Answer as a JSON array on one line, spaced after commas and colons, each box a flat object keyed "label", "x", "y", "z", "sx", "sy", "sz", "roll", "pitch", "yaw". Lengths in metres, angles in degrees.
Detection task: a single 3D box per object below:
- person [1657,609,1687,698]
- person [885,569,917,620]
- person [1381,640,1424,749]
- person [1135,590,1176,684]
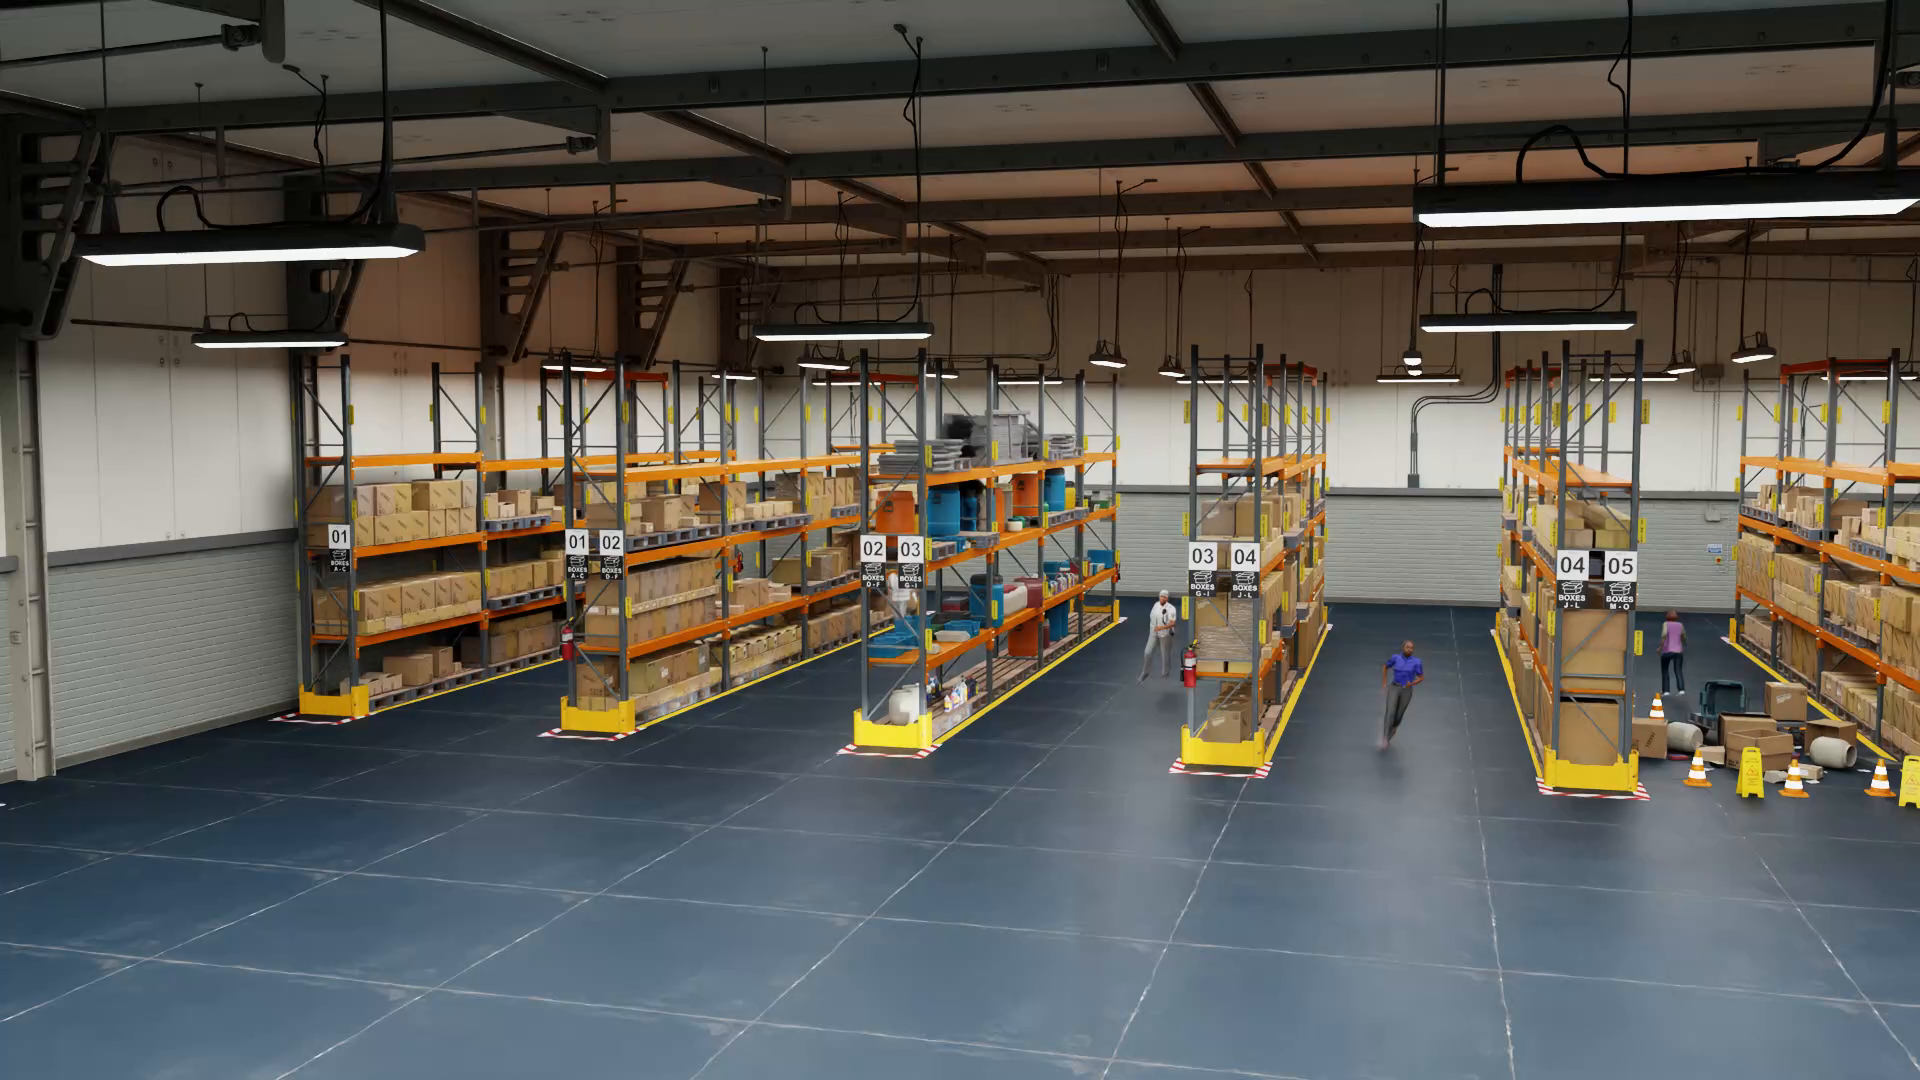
[{"label": "person", "x": 12.564, "y": 2.022, "z": 29.289, "sx": 0.531, "sy": 1.567, "sz": 0.897, "roll": 1, "pitch": 4, "yaw": 7}, {"label": "person", "x": -1.326, "y": 1.359, "z": 36.784, "sx": 0.657, "sy": 1.784, "sz": 0.796, "roll": 1, "pitch": 4, "yaw": 17}, {"label": "person", "x": 6.710, "y": 2.304, "z": 25.229, "sx": 0.621, "sy": 1.616, "sz": 0.858, "roll": 1, "pitch": 4, "yaw": 14}, {"label": "person", "x": 3.527, "y": 1.709, "z": 29.433, "sx": 0.685, "sy": 1.692, "sz": 0.745, "roll": 3, "pitch": 5, "yaw": 35}]
